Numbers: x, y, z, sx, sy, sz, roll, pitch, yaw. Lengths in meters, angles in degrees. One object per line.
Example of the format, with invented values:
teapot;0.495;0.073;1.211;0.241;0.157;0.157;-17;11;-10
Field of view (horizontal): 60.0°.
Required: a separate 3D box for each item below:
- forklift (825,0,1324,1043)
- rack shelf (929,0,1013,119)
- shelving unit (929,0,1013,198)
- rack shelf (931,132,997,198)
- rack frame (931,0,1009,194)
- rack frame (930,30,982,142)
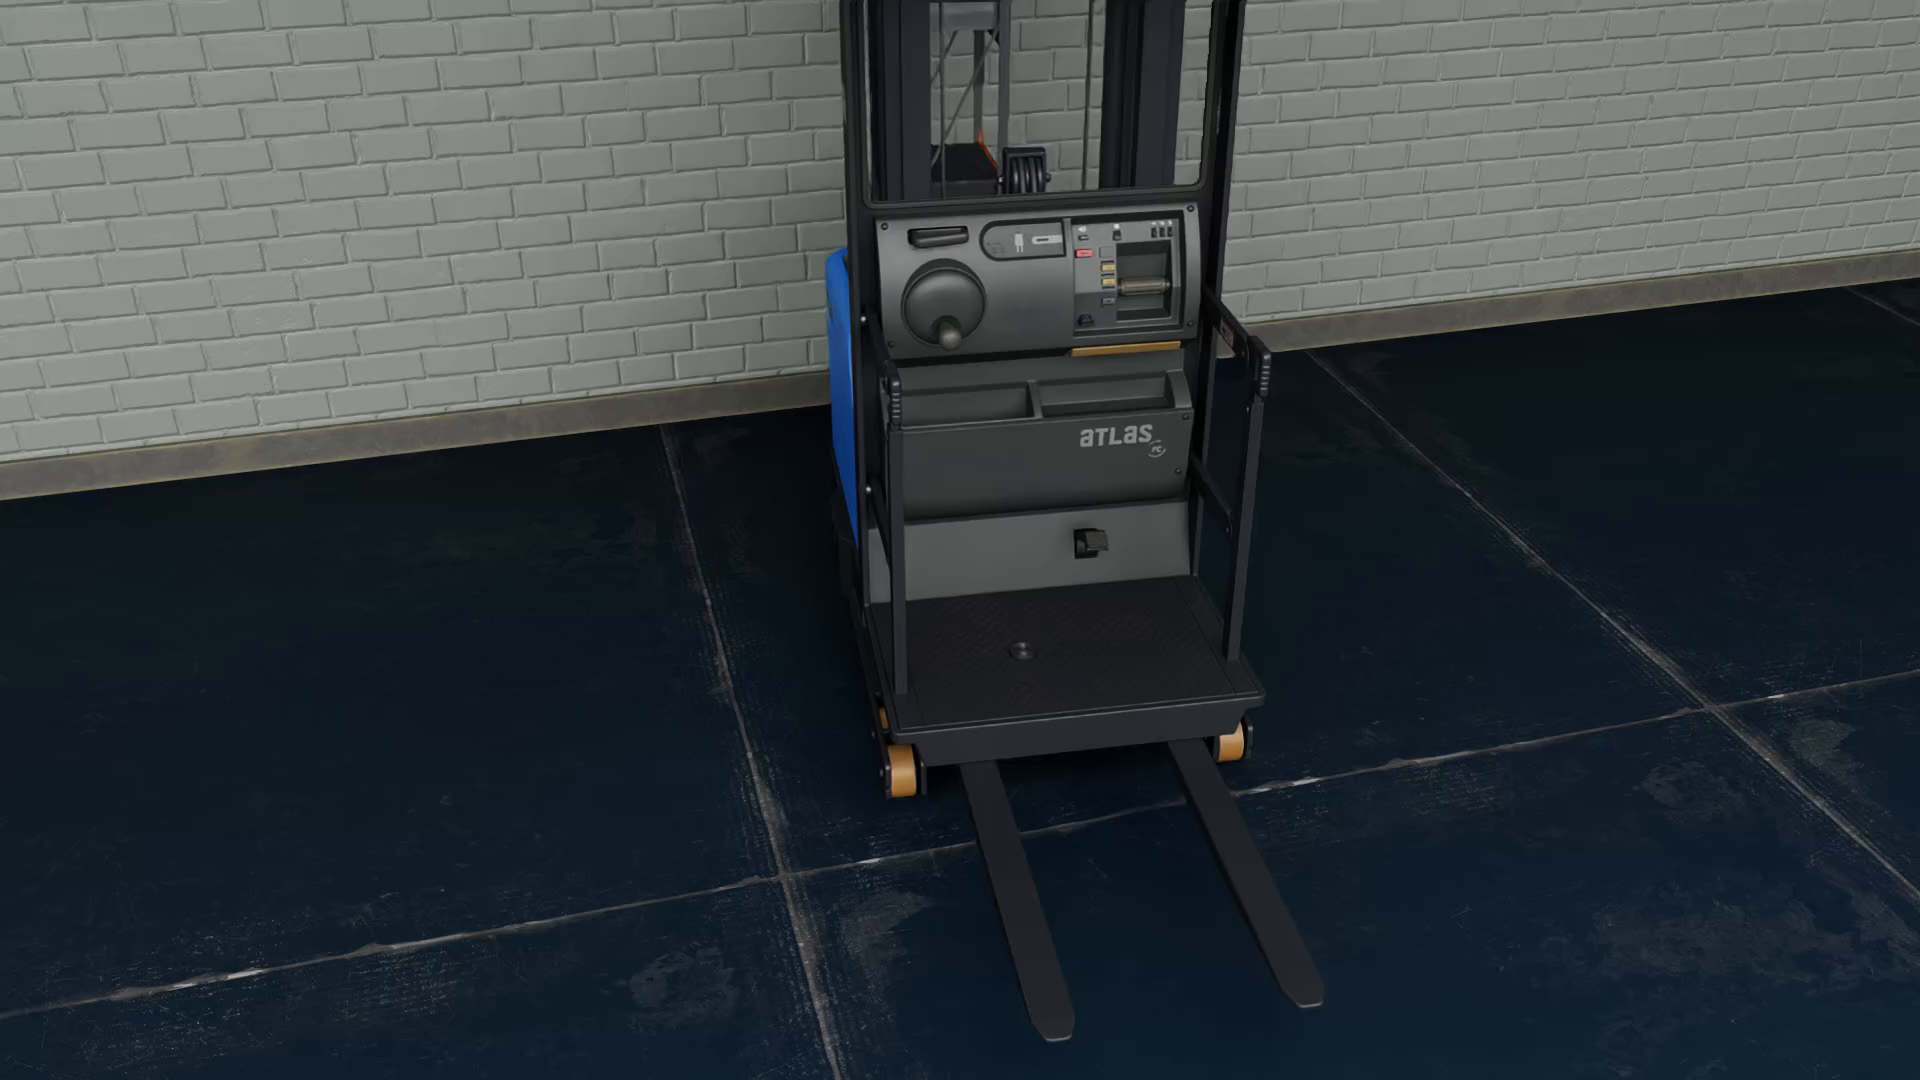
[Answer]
forklift;0.267;-0.700;4.534;1.130;2.935;3.031;-5;30;-9
rack shelf;-0.072;-1.810;5.911;0.431;0.518;0.480;-5;30;-9
shelving unit;-0.072;-1.216;6.255;0.431;2.100;0.503;-5;30;-9
rack shelf;-0.072;-1.204;6.262;0.431;0.518;0.480;-5;30;-9
rack frame;-0.030;-1.096;6.047;0.400;2.100;0.015;-5;30;-9
rack frame;-0.114;-1.337;6.463;0.400;2.100;0.015;-5;30;-9
